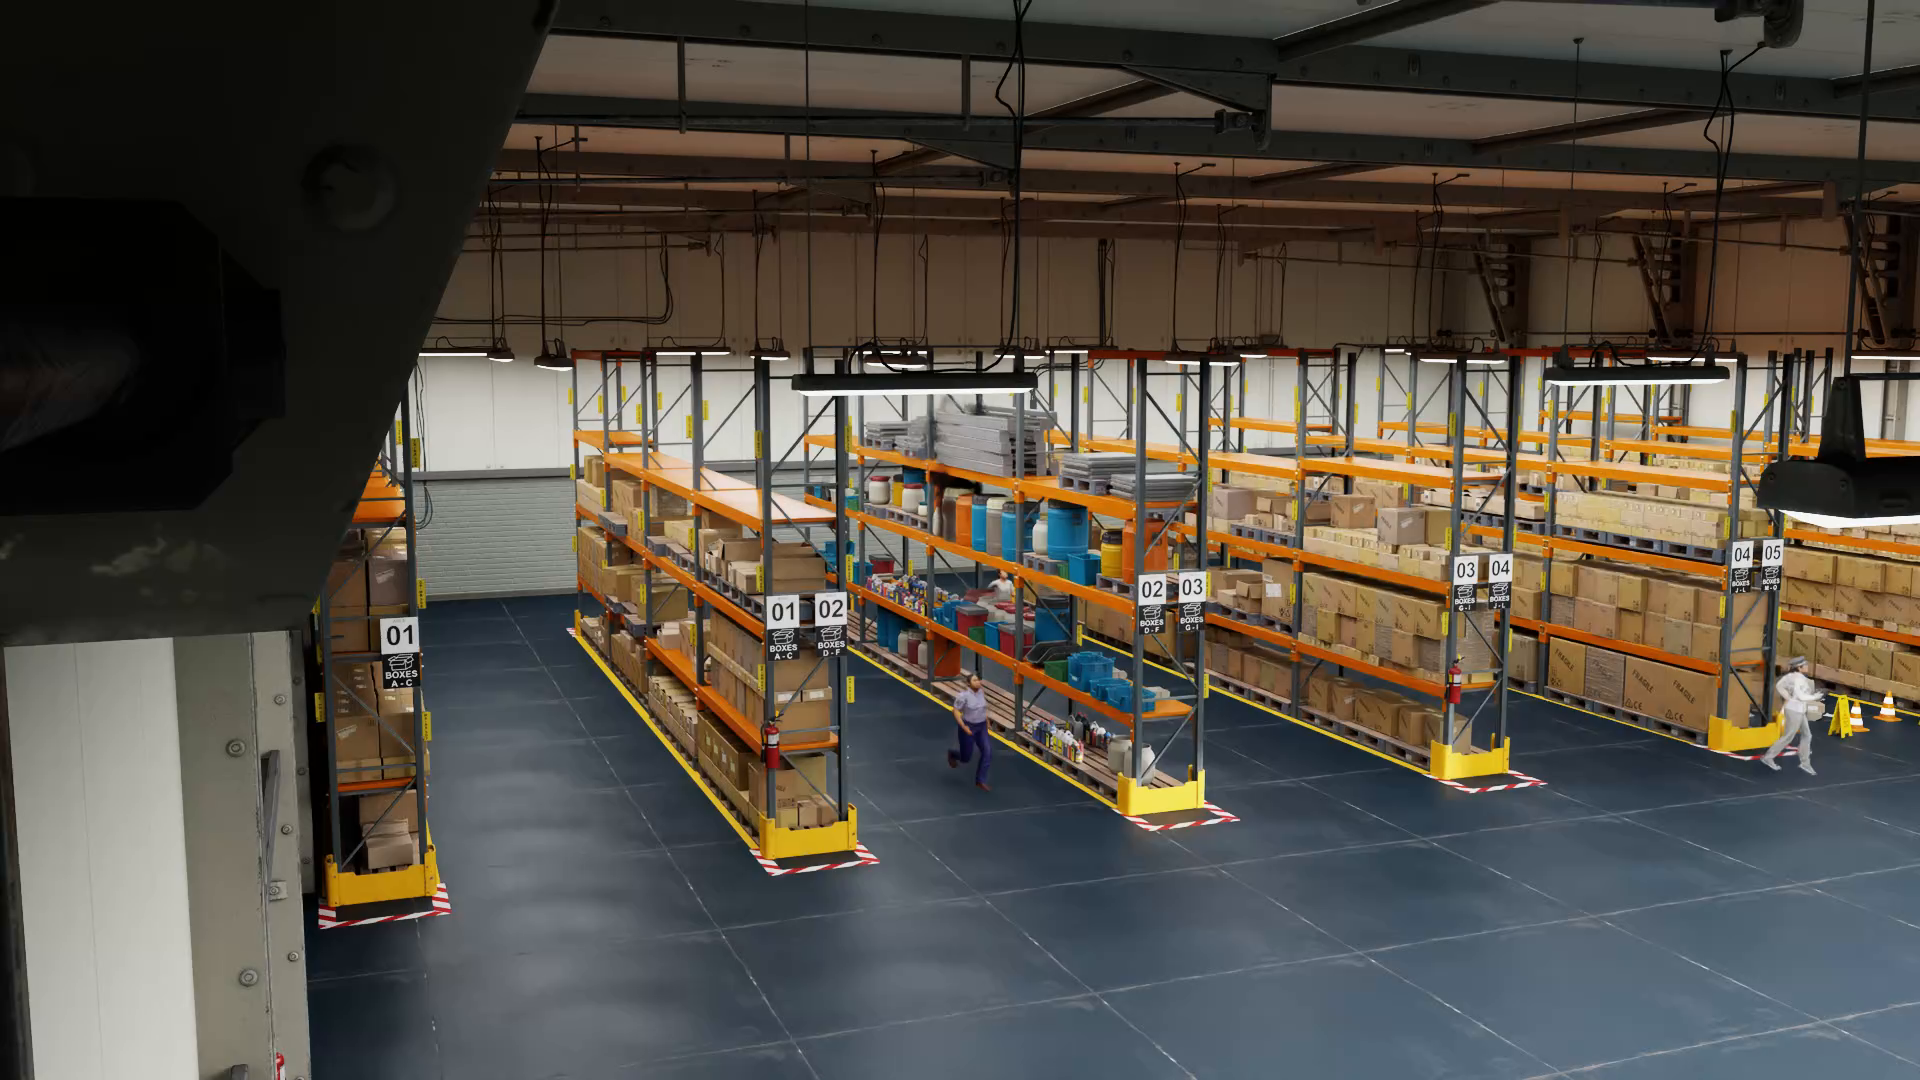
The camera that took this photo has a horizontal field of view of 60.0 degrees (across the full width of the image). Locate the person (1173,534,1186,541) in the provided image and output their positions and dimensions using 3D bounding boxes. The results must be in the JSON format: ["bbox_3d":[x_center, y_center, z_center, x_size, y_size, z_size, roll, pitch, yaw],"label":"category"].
[{"bbox_3d":[5.305,0.391,41.343,0.665,1.672,0.733,-2,7,-13],"label":"person"}]

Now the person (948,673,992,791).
[{"bbox_3d":[0.163,2.667,23.342,0.606,1.619,0.806,-4,8,-32],"label":"person"}]

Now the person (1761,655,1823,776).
[{"bbox_3d":[12.002,2.525,23.991,0.767,1.756,0.613,3,8,20],"label":"person"}]

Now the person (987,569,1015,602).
[{"bbox_3d":[0.848,1.370,33.113,0.551,1.693,0.904,-4,8,-31],"label":"person"}]
